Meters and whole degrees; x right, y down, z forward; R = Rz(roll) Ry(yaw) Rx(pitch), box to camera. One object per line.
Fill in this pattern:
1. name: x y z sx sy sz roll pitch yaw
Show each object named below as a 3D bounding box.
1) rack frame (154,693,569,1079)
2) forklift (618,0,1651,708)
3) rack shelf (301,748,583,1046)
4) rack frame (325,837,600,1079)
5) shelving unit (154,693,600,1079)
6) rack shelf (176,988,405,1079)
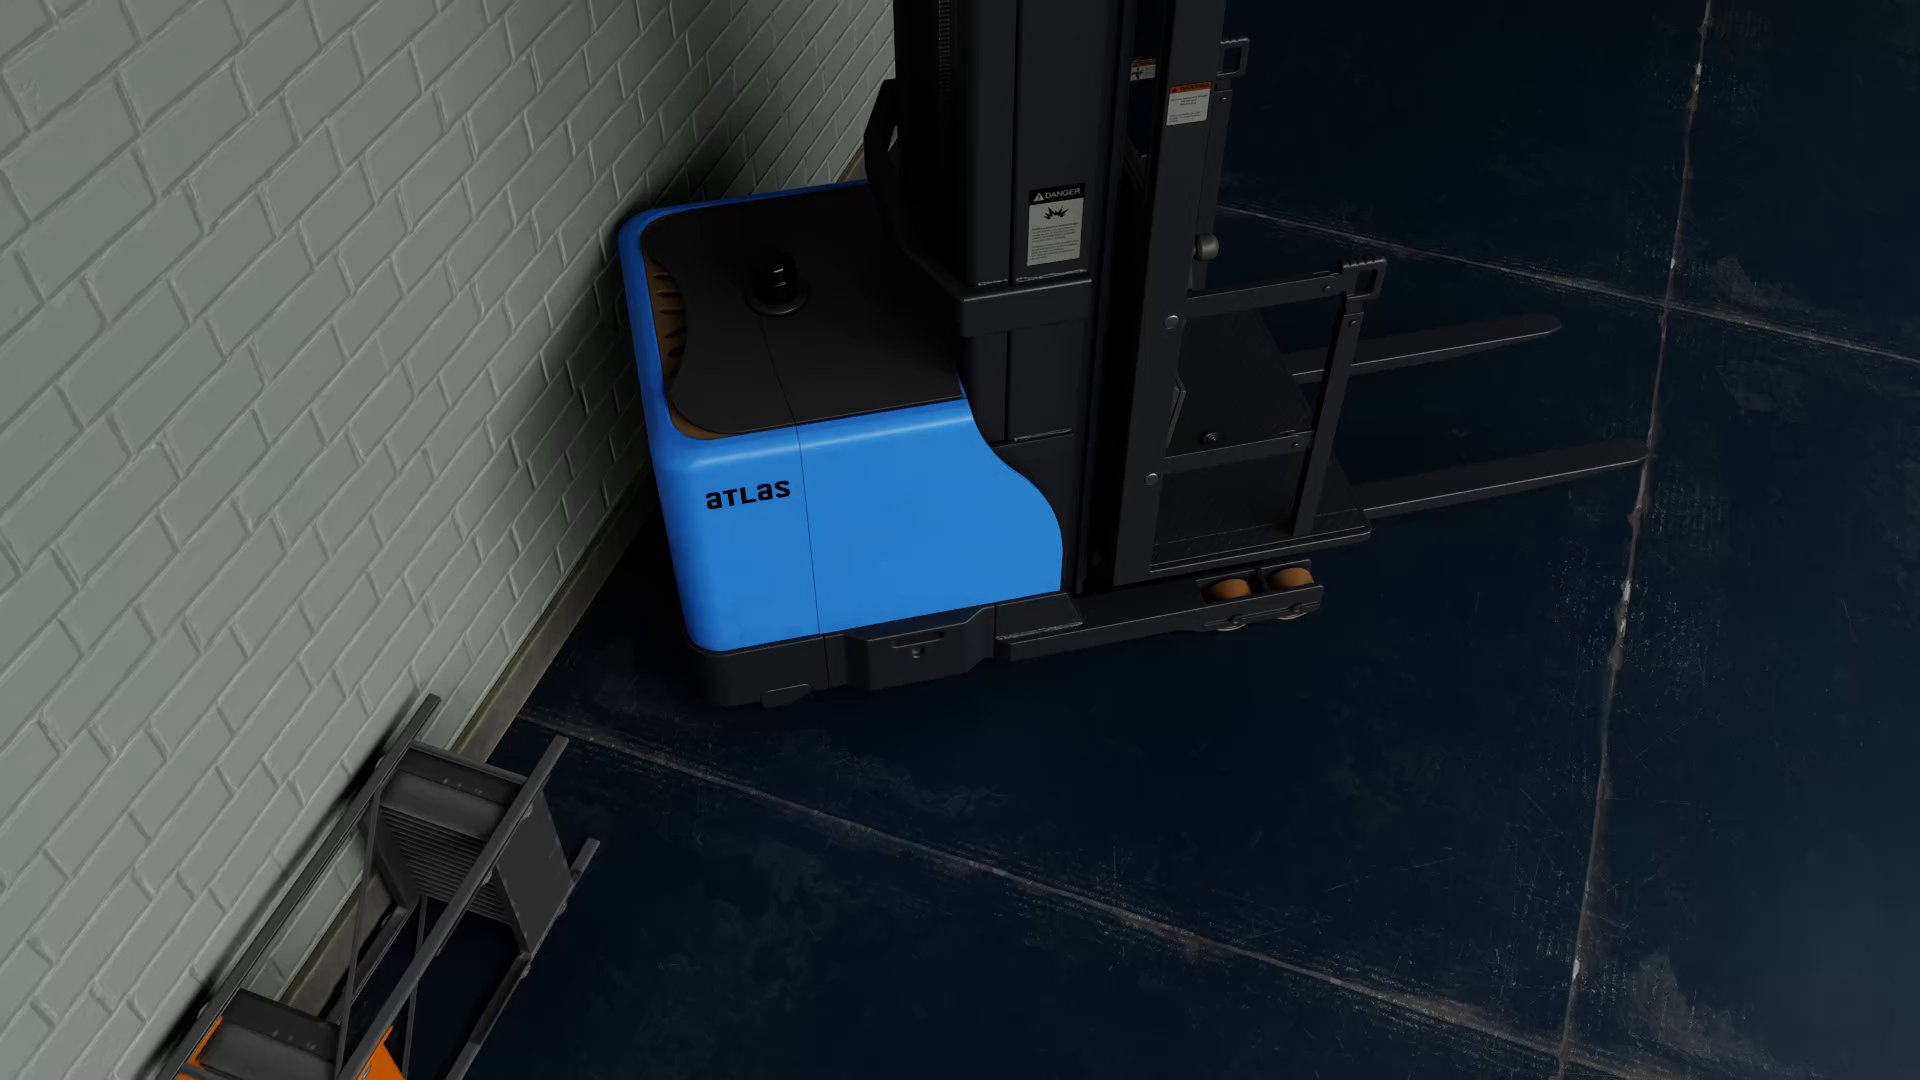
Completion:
1. rack frame: -1.528 1.187 3.553 0.400 0.015 2.100 15 50 13
2. forklift: 0.609 -1.067 4.235 3.031 2.935 1.130 -10 50 -9
3. rack shelf: -1.292 0.865 4.163 0.431 0.480 0.518 15 50 13
4. rack frame: -1.529 1.509 3.919 0.400 0.015 2.100 15 50 13
5. shelving unit: -1.528 1.348 3.736 0.431 0.503 2.100 15 50 13
6. rack shelf: -1.533 1.358 3.727 0.431 0.480 0.518 15 50 13
